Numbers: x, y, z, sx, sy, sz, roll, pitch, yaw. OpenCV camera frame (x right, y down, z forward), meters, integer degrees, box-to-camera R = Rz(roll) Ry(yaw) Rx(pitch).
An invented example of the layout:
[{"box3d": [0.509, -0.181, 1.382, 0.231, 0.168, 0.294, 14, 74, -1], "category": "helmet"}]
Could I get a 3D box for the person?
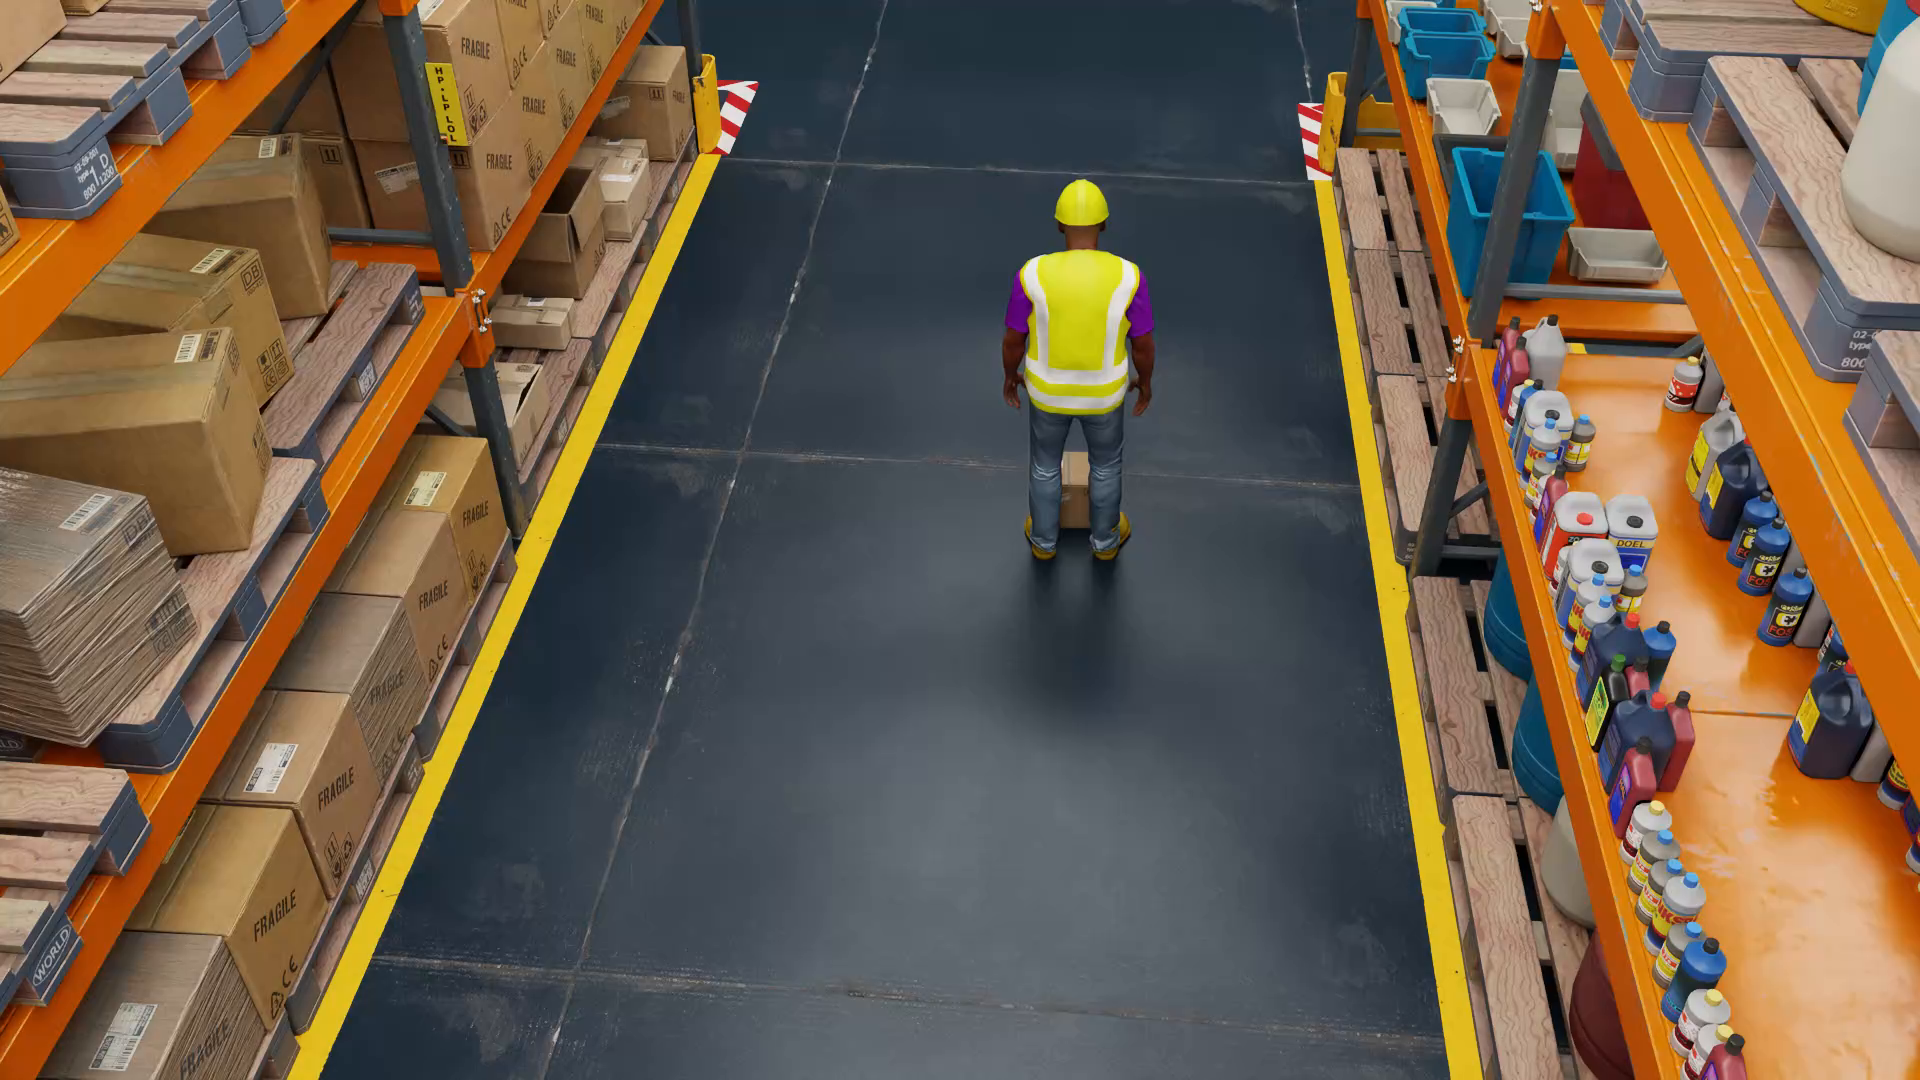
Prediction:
[{"box3d": [12.066, -4.858, 6.314, 23.262, 9.002, 7.034, 3, 40, 4], "category": "person"}]
